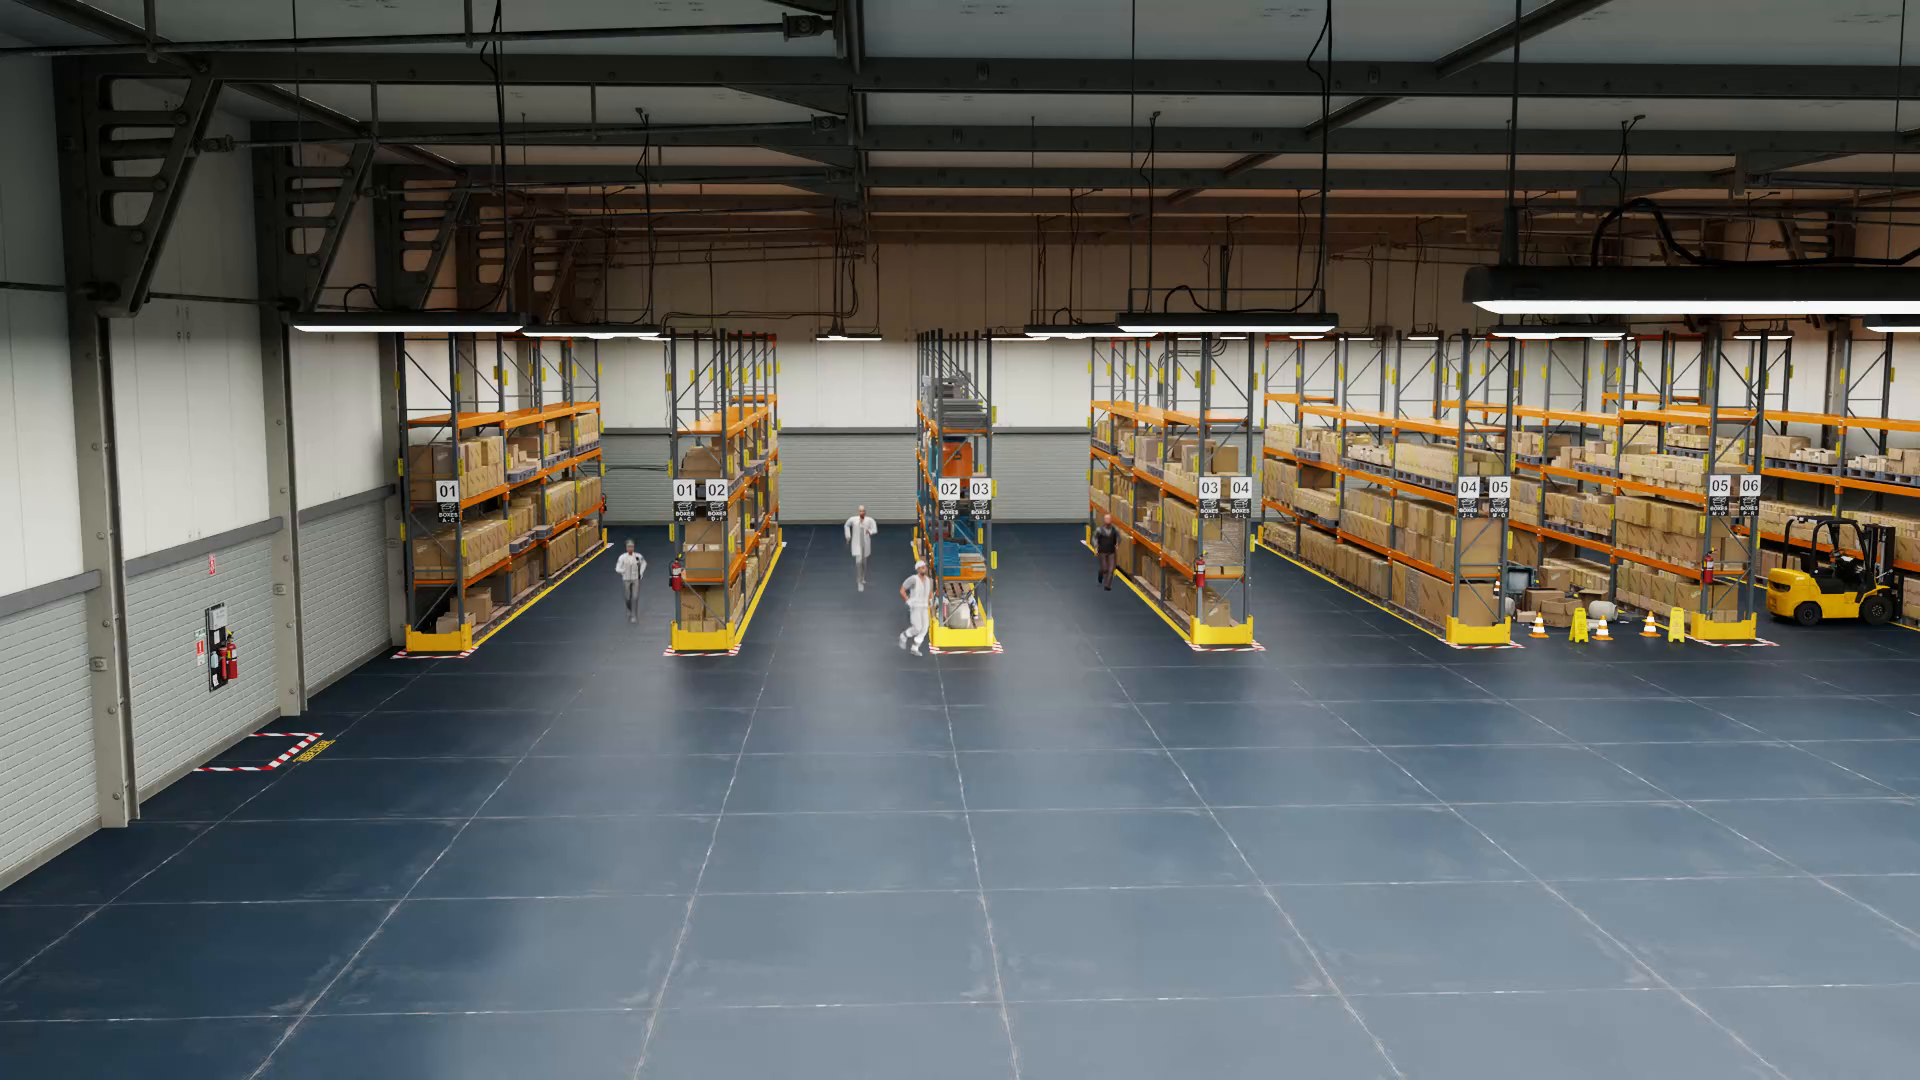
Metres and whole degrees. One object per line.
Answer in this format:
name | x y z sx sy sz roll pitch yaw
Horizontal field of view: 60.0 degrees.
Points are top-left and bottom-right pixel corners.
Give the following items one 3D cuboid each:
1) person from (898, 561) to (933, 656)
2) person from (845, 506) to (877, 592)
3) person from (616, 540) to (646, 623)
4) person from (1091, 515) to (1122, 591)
person | -0.780 1.247 30.770 0.709 1.735 0.564 -7 9 -44
person | -2.198 0.176 37.239 0.666 1.894 0.894 -2 7 -15
person | -6.758 0.824 34.197 0.617 1.667 0.958 -1 7 -12
person | 3.252 0.287 36.664 0.672 1.678 0.573 -1 7 -6
